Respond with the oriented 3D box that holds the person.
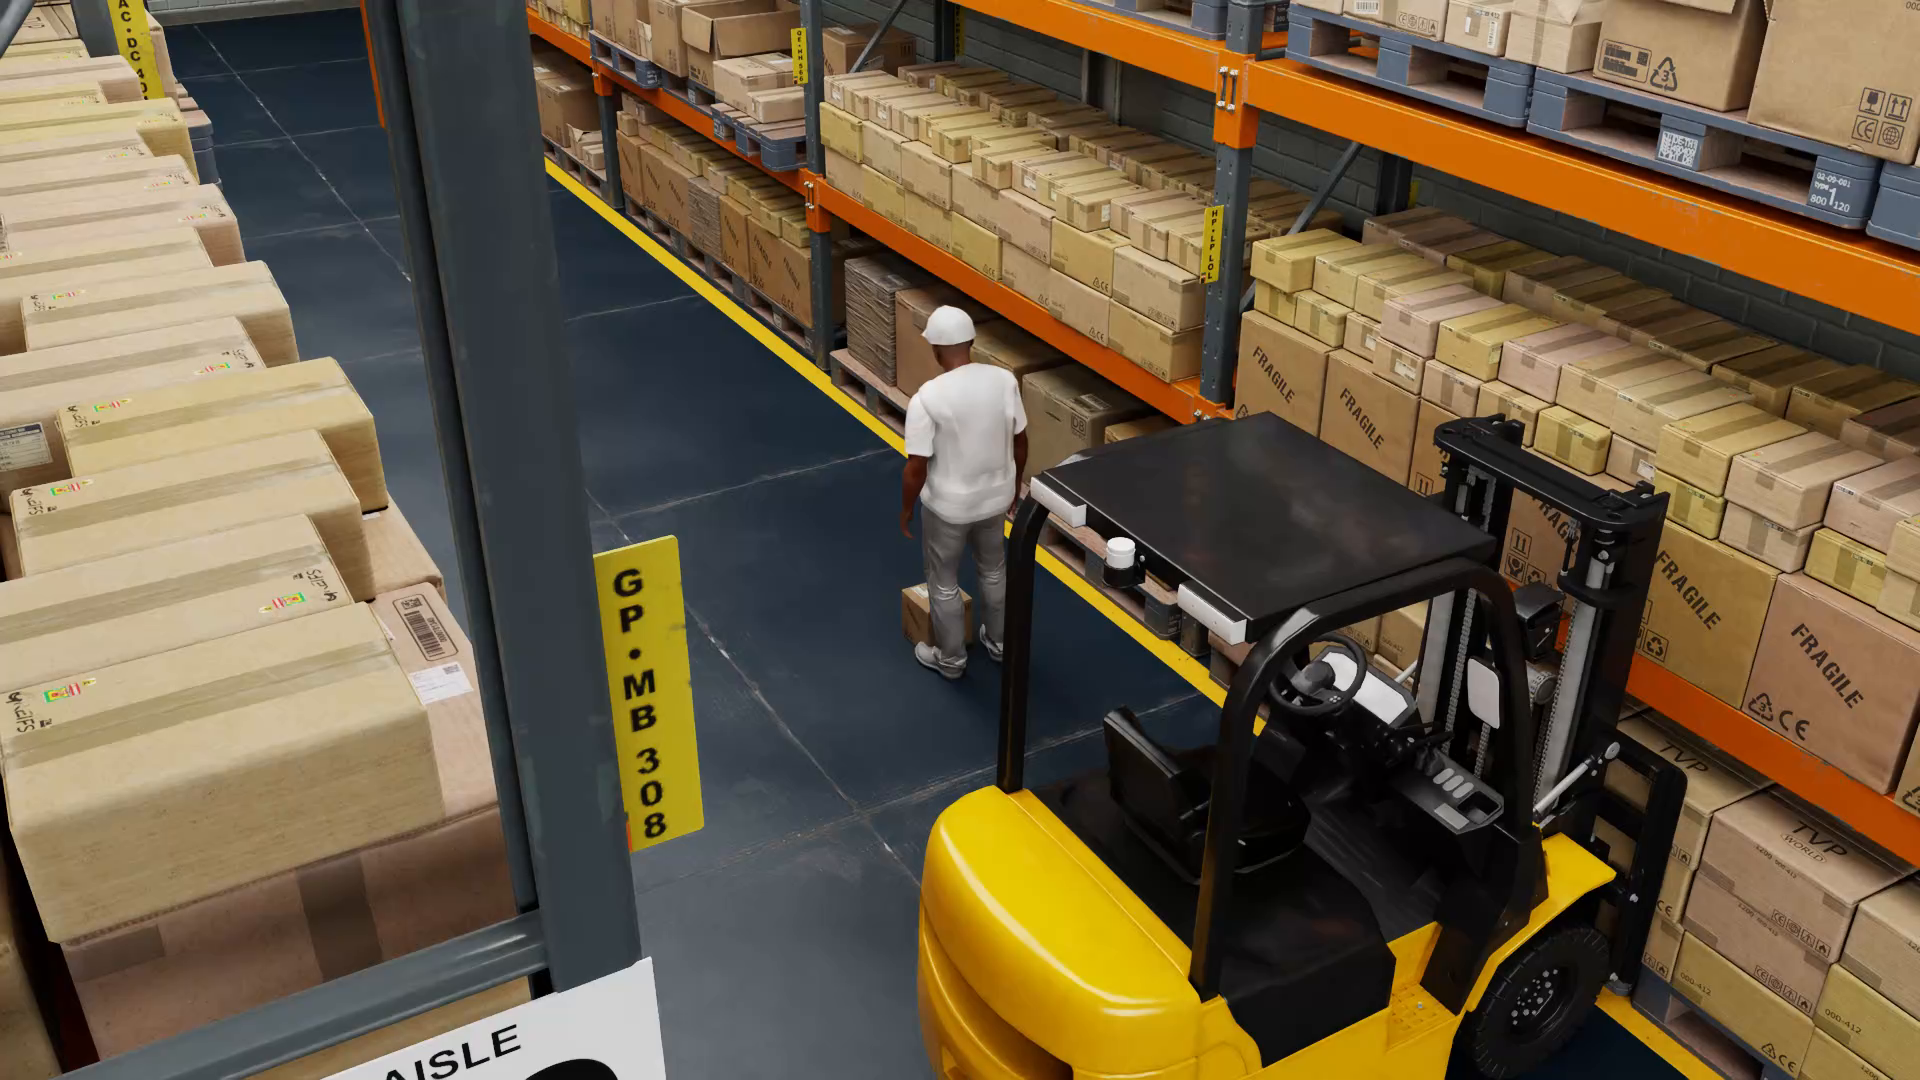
[{"bbox_3d":[0.017,-0.200,7.470,0.629,1.761,0.455,-16,33,-27],"label":"person"}]
